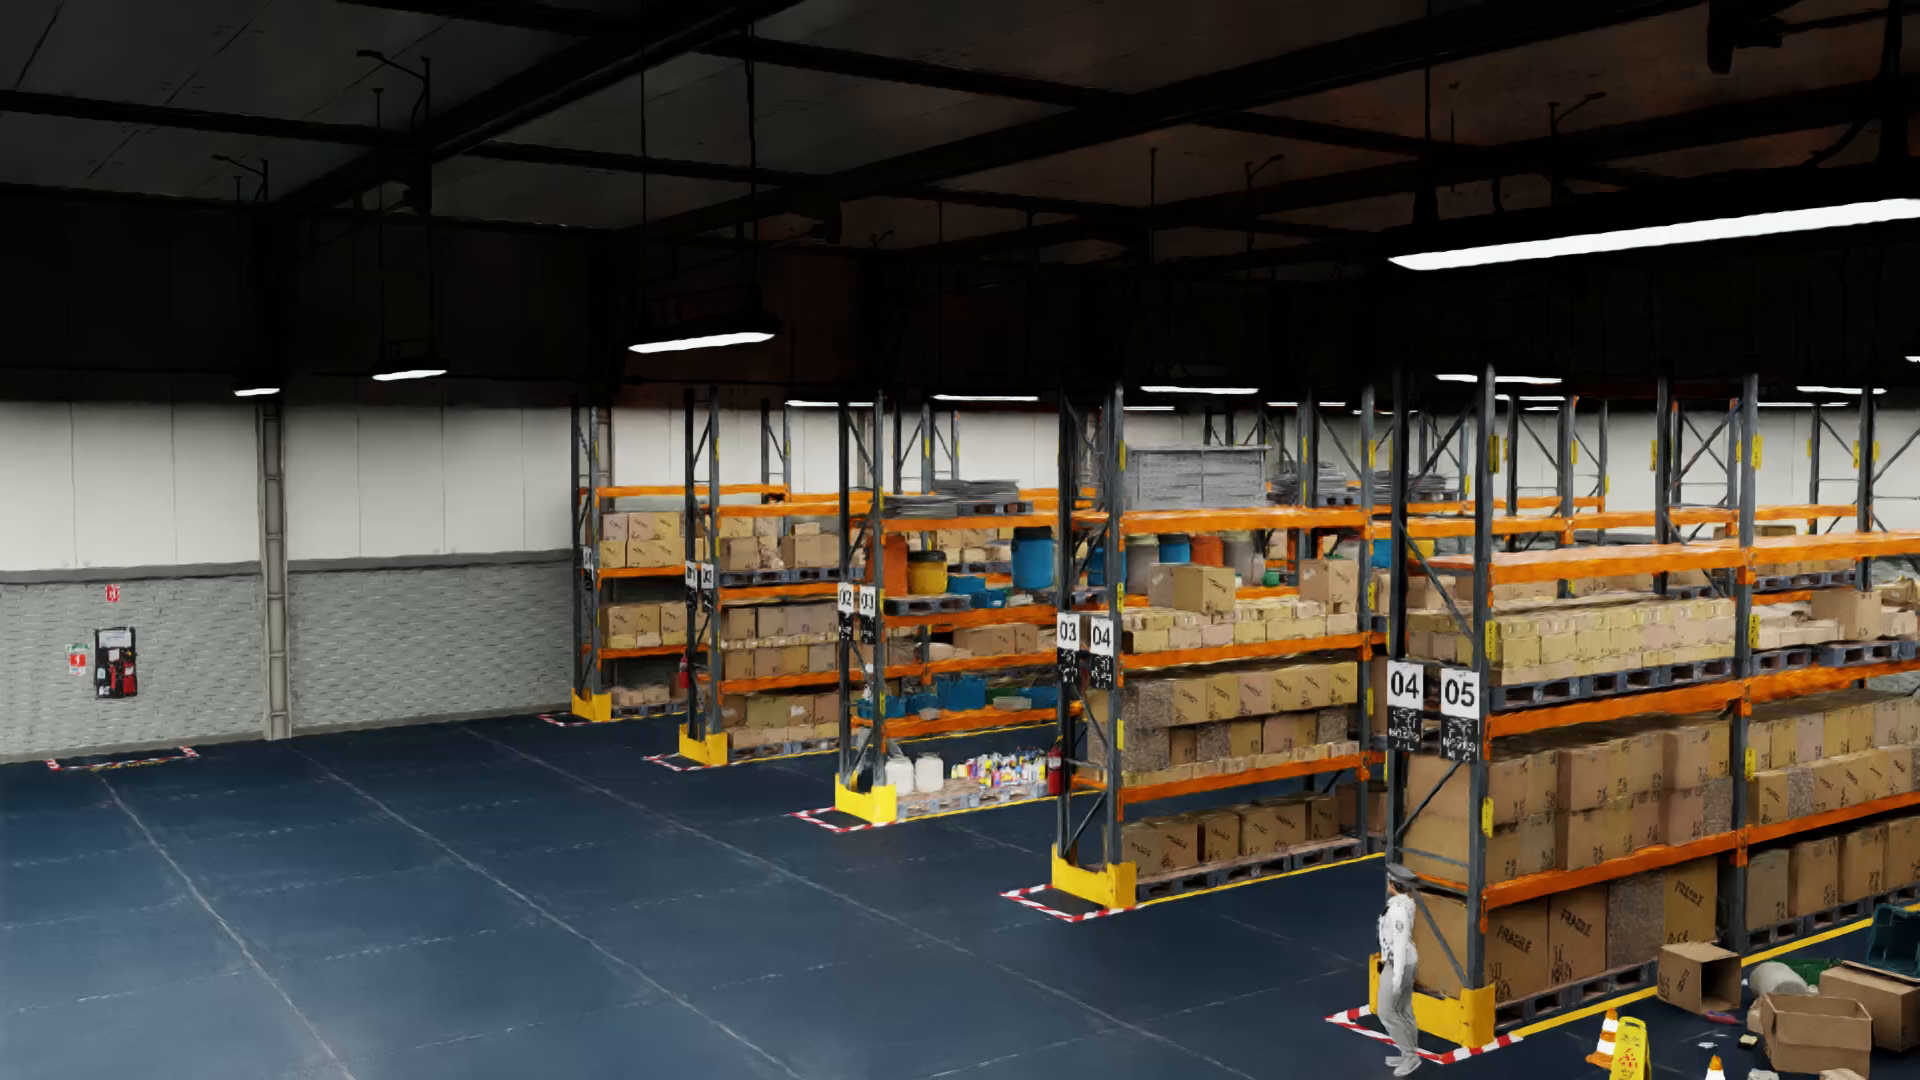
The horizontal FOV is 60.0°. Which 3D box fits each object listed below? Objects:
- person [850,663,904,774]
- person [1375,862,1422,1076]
[{"bbox_3d":[-1.297,2.764,25.659,0.983,1.735,0.606,-1,4,-13],"label":"person"},{"bbox_3d":[3.607,3.500,13.609,0.392,1.670,0.583,2,4,24],"label":"person"}]
